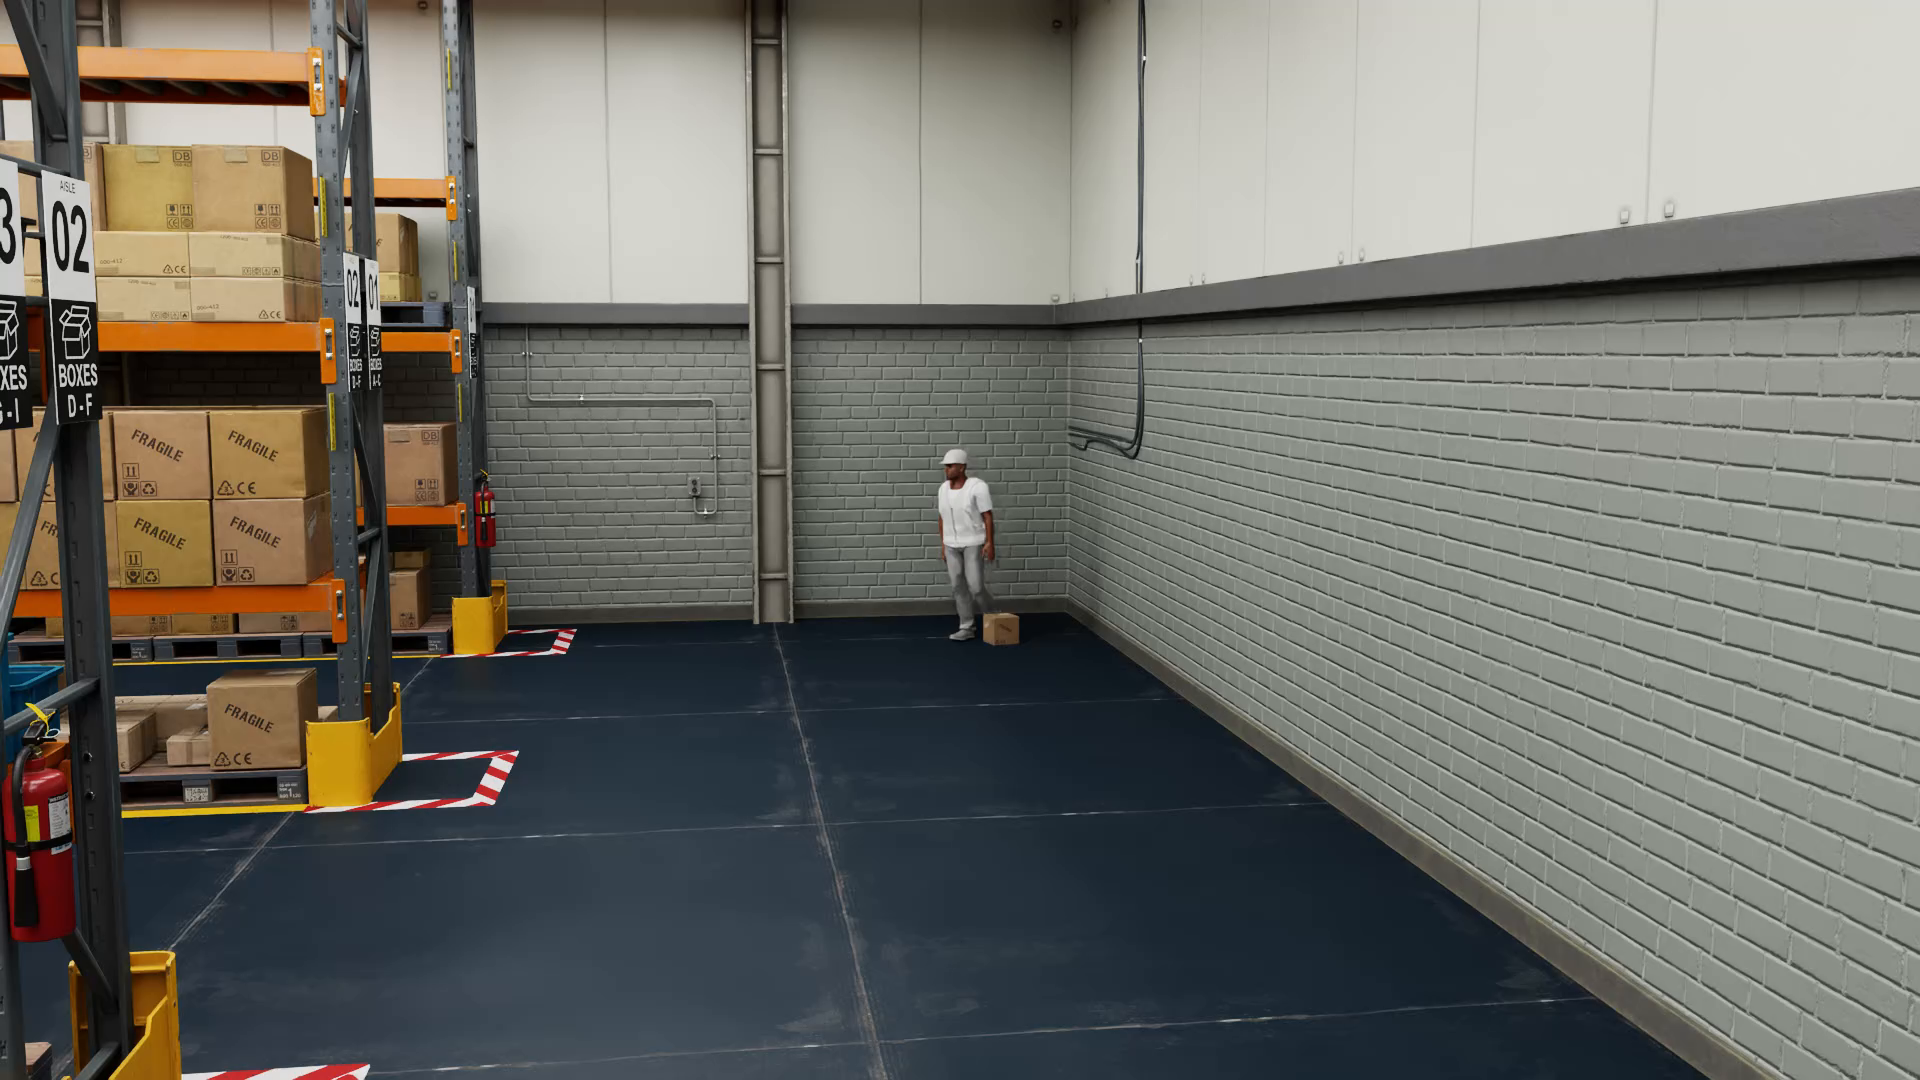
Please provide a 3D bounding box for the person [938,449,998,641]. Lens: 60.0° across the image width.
[{"bbox_3d":[0.078,0.040,15.259,0.609,1.759,0.579,4,8,35],"label":"person"}]
